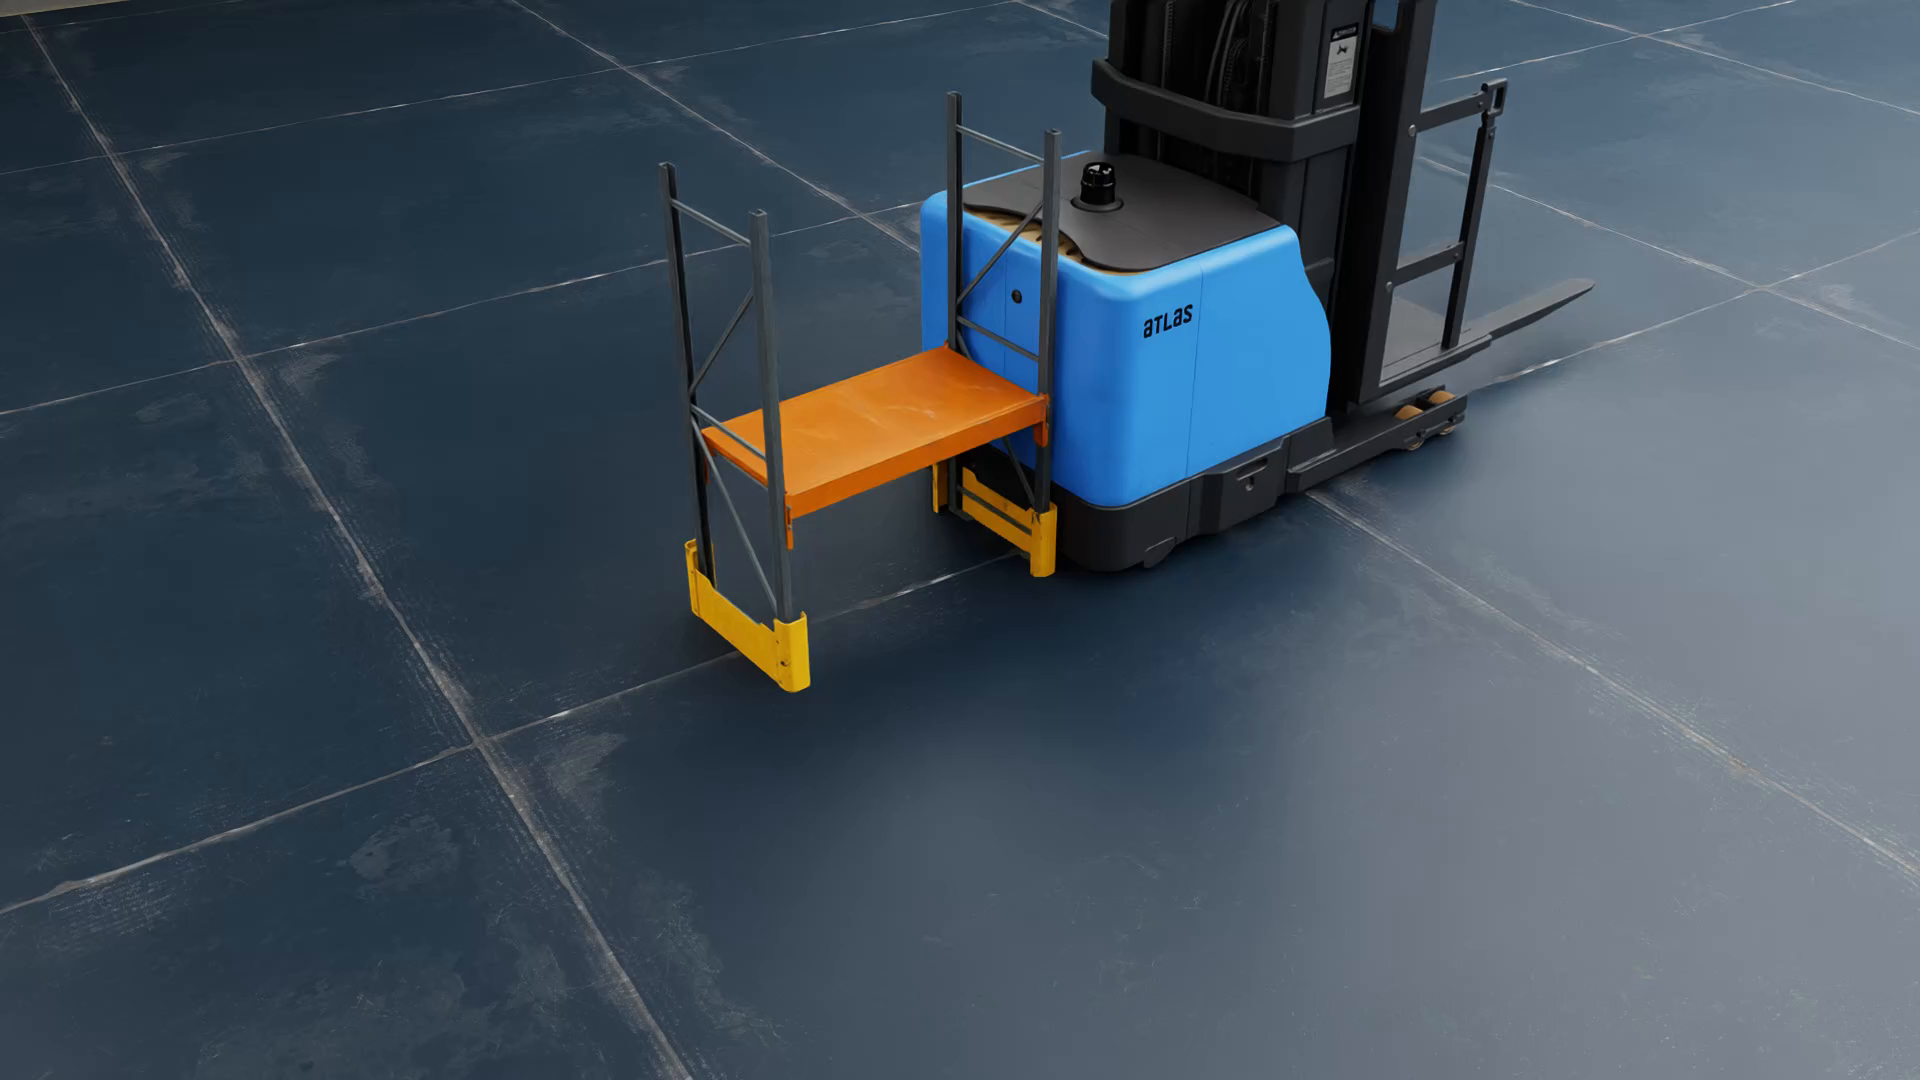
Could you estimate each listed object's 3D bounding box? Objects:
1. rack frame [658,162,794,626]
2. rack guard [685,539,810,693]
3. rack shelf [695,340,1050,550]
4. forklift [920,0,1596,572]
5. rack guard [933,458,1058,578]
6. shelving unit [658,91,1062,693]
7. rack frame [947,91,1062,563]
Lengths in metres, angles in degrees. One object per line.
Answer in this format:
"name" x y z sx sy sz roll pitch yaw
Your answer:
"rack frame" -0.664 -0.303 4.824 0.032 1.500 0.500 -23 39 -32
"rack guard" -0.663 0.225 5.158 0.087 0.250 0.587 -23 39 -32
"rack shelf" -0.268 -0.321 5.190 1.000 0.185 0.538 -23 39 -32
"forklift" 1.316 -1.776 5.818 3.031 2.935 1.130 -23 39 -32
"rack guard" 0.112 -0.109 5.688 0.087 0.250 0.587 -23 39 -32
"shelving unit" -0.275 -0.470 5.090 1.083 1.500 0.587 -23 39 -32
"rack frame" 0.127 -0.644 5.365 0.032 1.500 0.500 -23 39 -32
